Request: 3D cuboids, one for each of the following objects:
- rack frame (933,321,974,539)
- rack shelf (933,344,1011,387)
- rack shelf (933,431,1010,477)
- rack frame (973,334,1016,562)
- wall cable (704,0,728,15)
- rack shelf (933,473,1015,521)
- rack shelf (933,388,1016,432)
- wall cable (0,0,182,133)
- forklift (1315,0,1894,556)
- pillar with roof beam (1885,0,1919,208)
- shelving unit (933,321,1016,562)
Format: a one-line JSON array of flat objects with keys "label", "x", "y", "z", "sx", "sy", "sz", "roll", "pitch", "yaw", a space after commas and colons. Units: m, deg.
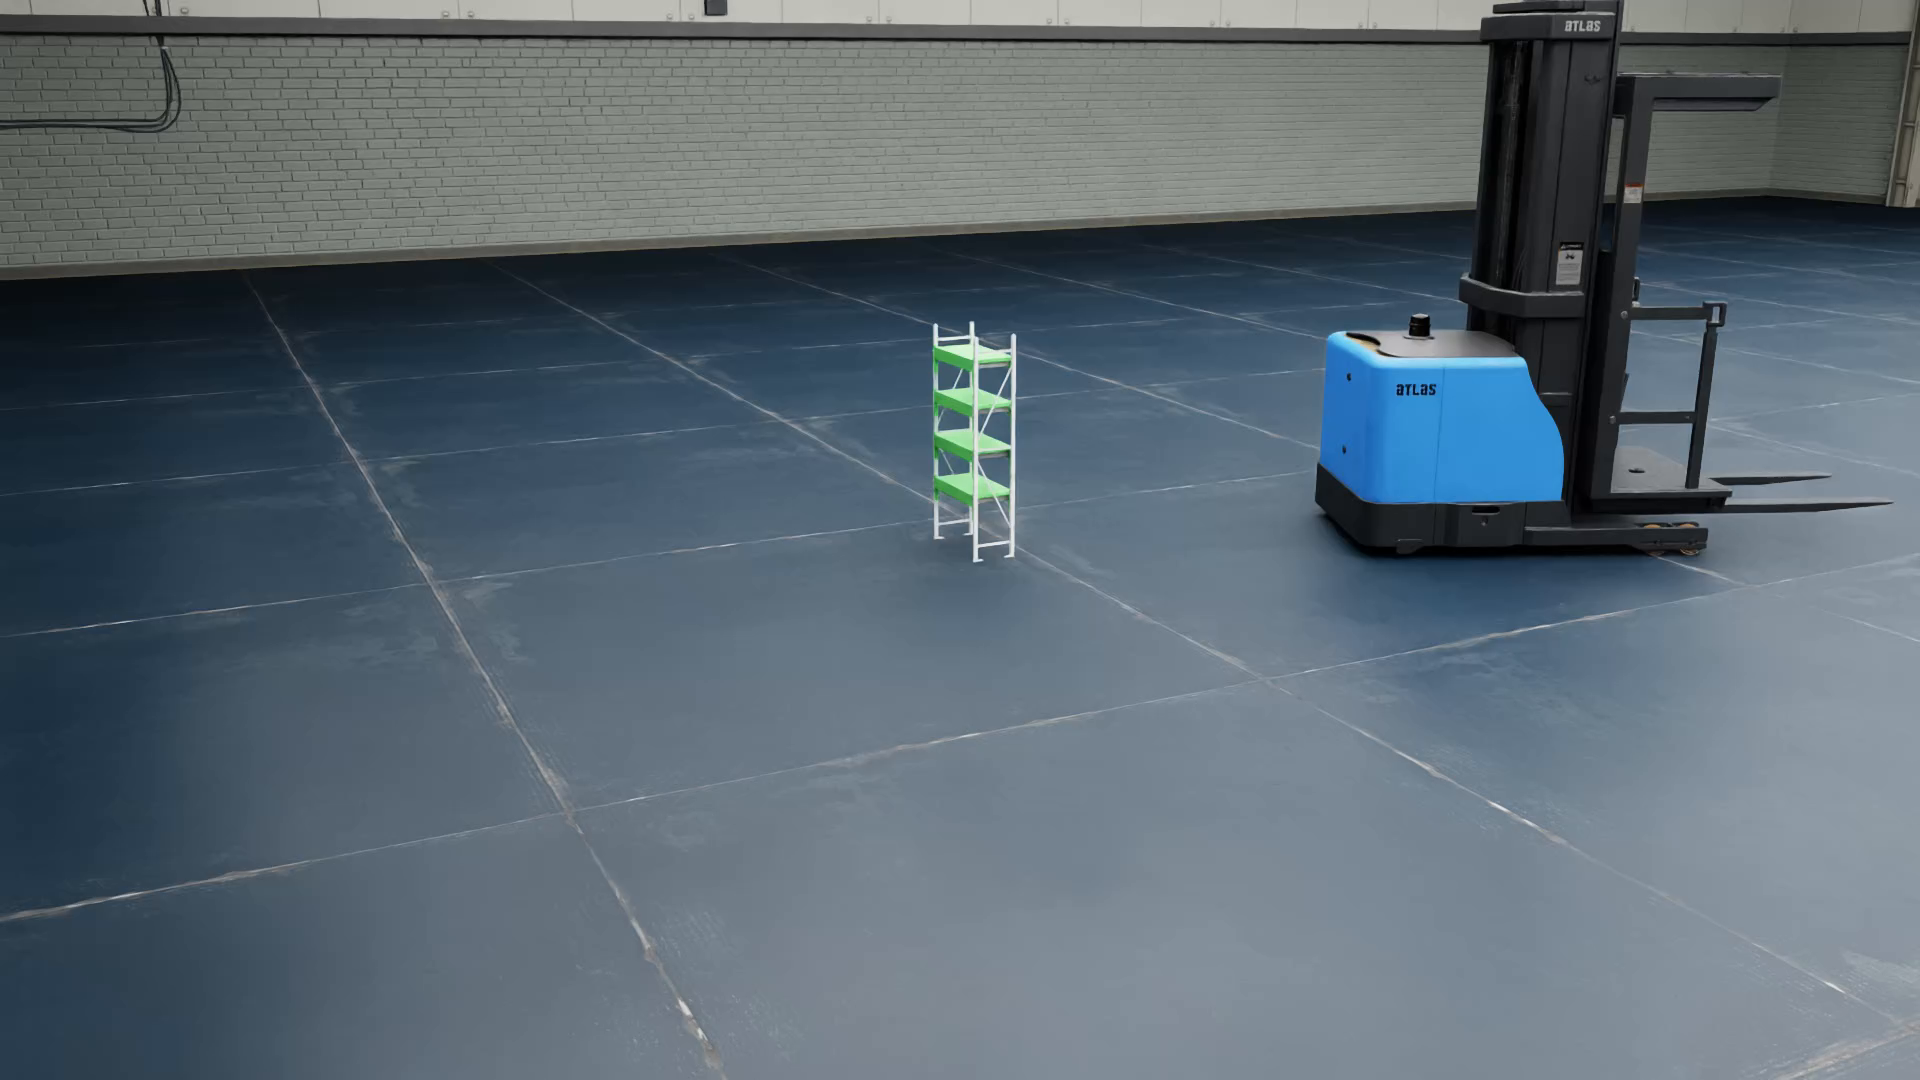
[{"label": "rack frame", "x": -0.034, "y": -0.596, "z": 9.153, "sx": 0.240, "sy": 1.200, "sz": 0.015, "roll": -8, "pitch": 18, "yaw": -25}, {"label": "rack shelf", "x": 0.073, "y": -0.936, "z": 8.827, "sx": 0.258, "sy": 0.148, "sz": 0.480, "roll": -8, "pitch": 18, "yaw": -25}, {"label": "rack shelf", "x": 0.073, "y": -0.474, "z": 8.960, "sx": 0.258, "sy": 0.148, "sz": 0.480, "roll": -8, "pitch": 18, "yaw": -25}, {"label": "rack frame", "x": 0.179, "y": -0.475, "z": 8.731, "sx": 0.240, "sy": 1.200, "sz": 0.015, "roll": -8, "pitch": 18, "yaw": -25}, {"label": "wall cable", "x": -2.502, "y": -10.348, "z": 22.832, "sx": 2.305, "sy": 6.003, "sz": 0.169, "roll": -8, "pitch": 18, "yaw": -25}, {"label": "rack shelf", "x": 0.073, "y": -0.244, "z": 9.026, "sx": 0.258, "sy": 0.148, "sz": 0.480, "roll": -8, "pitch": 18, "yaw": -25}, {"label": "rack shelf", "x": 0.073, "y": -0.705, "z": 8.894, "sx": 0.258, "sy": 0.148, "sz": 0.480, "roll": -8, "pitch": 18, "yaw": -25}, {"label": "wall cable", "x": -11.043, "y": -6.078, "z": 19.745, "sx": 3.097, "sy": 2.526, "sz": 0.112, "roll": -8, "pitch": 18, "yaw": -25}, {"label": "forklift", "x": 3.624, "y": -1.470, "z": 9.059, "sx": 3.031, "sy": 2.935, "sz": 1.130, "roll": -1, "pitch": 16, "yaw": -3}, {"label": "pillar with roof beam", "x": 13.506, "y": -9.966, "z": 27.666, "sx": 9.100, "sy": 9.000, "sz": 0.400, "roll": -8, "pitch": 18, "yaw": -25}, {"label": "shelving unit", "x": 0.073, "y": -0.536, "z": 8.942, "sx": 0.258, "sy": 1.200, "sz": 0.503, "roll": -8, "pitch": 18, "yaw": -25}]
